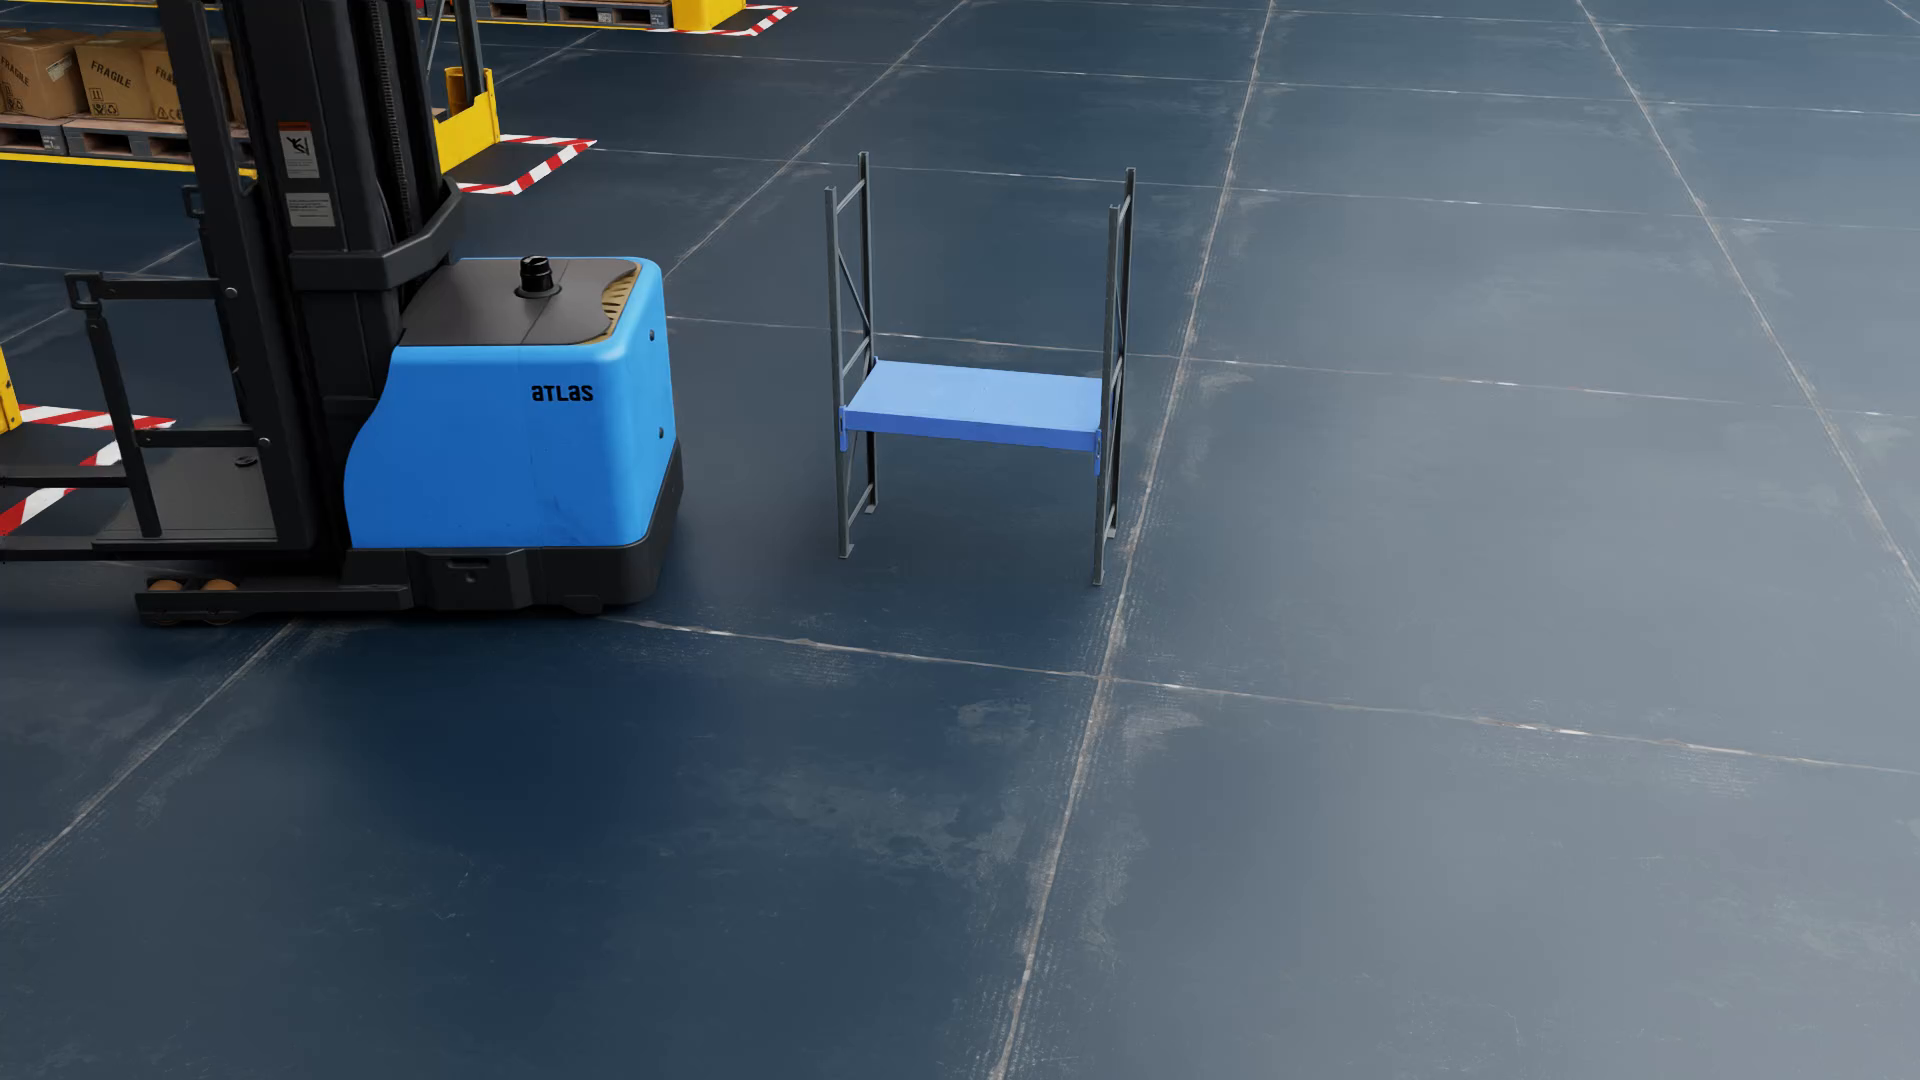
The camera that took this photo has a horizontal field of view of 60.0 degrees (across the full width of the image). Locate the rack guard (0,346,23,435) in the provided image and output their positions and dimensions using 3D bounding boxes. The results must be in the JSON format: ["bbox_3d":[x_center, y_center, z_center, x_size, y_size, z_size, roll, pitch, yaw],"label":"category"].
[{"bbox_3d":[-4.646,-0.526,7.191,0.348,0.500,1.175,6,29,11],"label":"rack guard"}]

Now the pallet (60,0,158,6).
[{"bbox_3d":[-8.272,-5.624,16.802,1.213,0.211,1.003,6,29,11],"label":"pallet"}]

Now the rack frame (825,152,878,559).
[{"bbox_3d":[-0.414,-0.700,6.467,0.032,1.500,0.500,6,29,11],"label":"rack frame"}]

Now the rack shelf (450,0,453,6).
[{"bbox_3d":[-5.484,-3.848,11.405,4.000,0.370,1.077,6,29,11],"label":"rack shelf"}]

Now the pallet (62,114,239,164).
[{"bbox_3d":[-5.579,-2.969,11.954,1.213,0.211,1.003,6,29,11],"label":"pallet"}]

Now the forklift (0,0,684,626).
[{"bbox_3d":[-2.669,-1.225,5.935,3.031,2.935,1.130,0,29,-1],"label":"forklift"}]

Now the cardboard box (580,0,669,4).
[{"bbox_3d":[-3.070,-5.572,15.579,0.875,0.875,0.875,6,29,11],"label":"cardboard box"}]

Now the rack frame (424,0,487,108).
[{"bbox_3d":[-3.528,-3.963,10.866,0.127,3.000,1.000,6,29,11],"label":"rack frame"}]

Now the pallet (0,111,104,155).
[{"bbox_3d":[-6.775,-3.090,12.175,1.213,0.211,1.003,6,29,11],"label":"pallet"}]

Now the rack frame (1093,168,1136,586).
[{"bbox_3d":[0.581,-0.598,6.281,0.032,1.500,0.500,6,29,11],"label":"rack frame"}]

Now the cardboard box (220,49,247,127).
[{"bbox_3d":[-4.727,-3.165,11.574,0.500,0.500,0.500,14,32,24],"label":"cardboard box"}]

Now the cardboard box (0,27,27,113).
[{"bbox_3d":[-7.057,-3.393,11.990,0.500,0.500,0.500,5,29,9],"label":"cardboard box"}]

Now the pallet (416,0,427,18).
[{"bbox_3d":[-5.578,-5.347,16.298,1.213,0.211,1.003,6,29,11],"label":"pallet"}]

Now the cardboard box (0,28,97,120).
[{"bbox_3d":[-6.495,-3.339,11.892,0.500,0.500,0.500,16,32,26],"label":"cardboard box"}]

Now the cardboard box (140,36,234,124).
[{"bbox_3d":[-5.335,-3.237,11.705,0.500,0.500,0.500,9,30,15],"label":"cardboard box"}]

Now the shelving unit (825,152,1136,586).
[{"bbox_3d":[0.083,-0.649,6.374,1.048,1.500,0.538,6,29,11],"label":"shelving unit"}]

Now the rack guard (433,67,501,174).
[{"bbox_3d":[-3.602,-2.874,11.480,0.348,0.500,1.175,6,29,11],"label":"rack guard"}]

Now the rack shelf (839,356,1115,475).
[{"bbox_3d":[0.083,-0.492,6.461,1.000,0.185,0.538,6,29,11],"label":"rack shelf"}]

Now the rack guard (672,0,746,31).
[{"bbox_3d":[-2.370,-5.184,15.698,0.348,0.500,1.175,6,29,11],"label":"rack guard"}]

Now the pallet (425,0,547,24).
[{"bbox_3d":[-4.381,-5.226,16.076,1.213,0.211,1.003,6,29,11],"label":"pallet"}]

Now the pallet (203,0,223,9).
[{"bbox_3d":[-7.075,-5.502,16.581,1.213,0.211,1.003,6,29,11],"label":"pallet"}]

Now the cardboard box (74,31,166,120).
[{"bbox_3d":[-5.871,-3.314,11.845,0.500,0.500,0.500,3,29,6],"label":"cardboard box"}]

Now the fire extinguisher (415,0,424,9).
[{"bbox_3d":[-3.512,-3.701,10.468,0.183,0.674,0.296,6,29,11],"label":"fire extinguisher"}]

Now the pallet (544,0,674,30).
[{"bbox_3d":[-3.191,-5.103,15.851,1.213,0.211,1.003,6,29,11],"label":"pallet"}]

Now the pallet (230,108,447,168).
[{"bbox_3d":[-4.389,-2.846,11.728,1.213,0.211,1.003,6,29,11],"label":"pallet"}]
